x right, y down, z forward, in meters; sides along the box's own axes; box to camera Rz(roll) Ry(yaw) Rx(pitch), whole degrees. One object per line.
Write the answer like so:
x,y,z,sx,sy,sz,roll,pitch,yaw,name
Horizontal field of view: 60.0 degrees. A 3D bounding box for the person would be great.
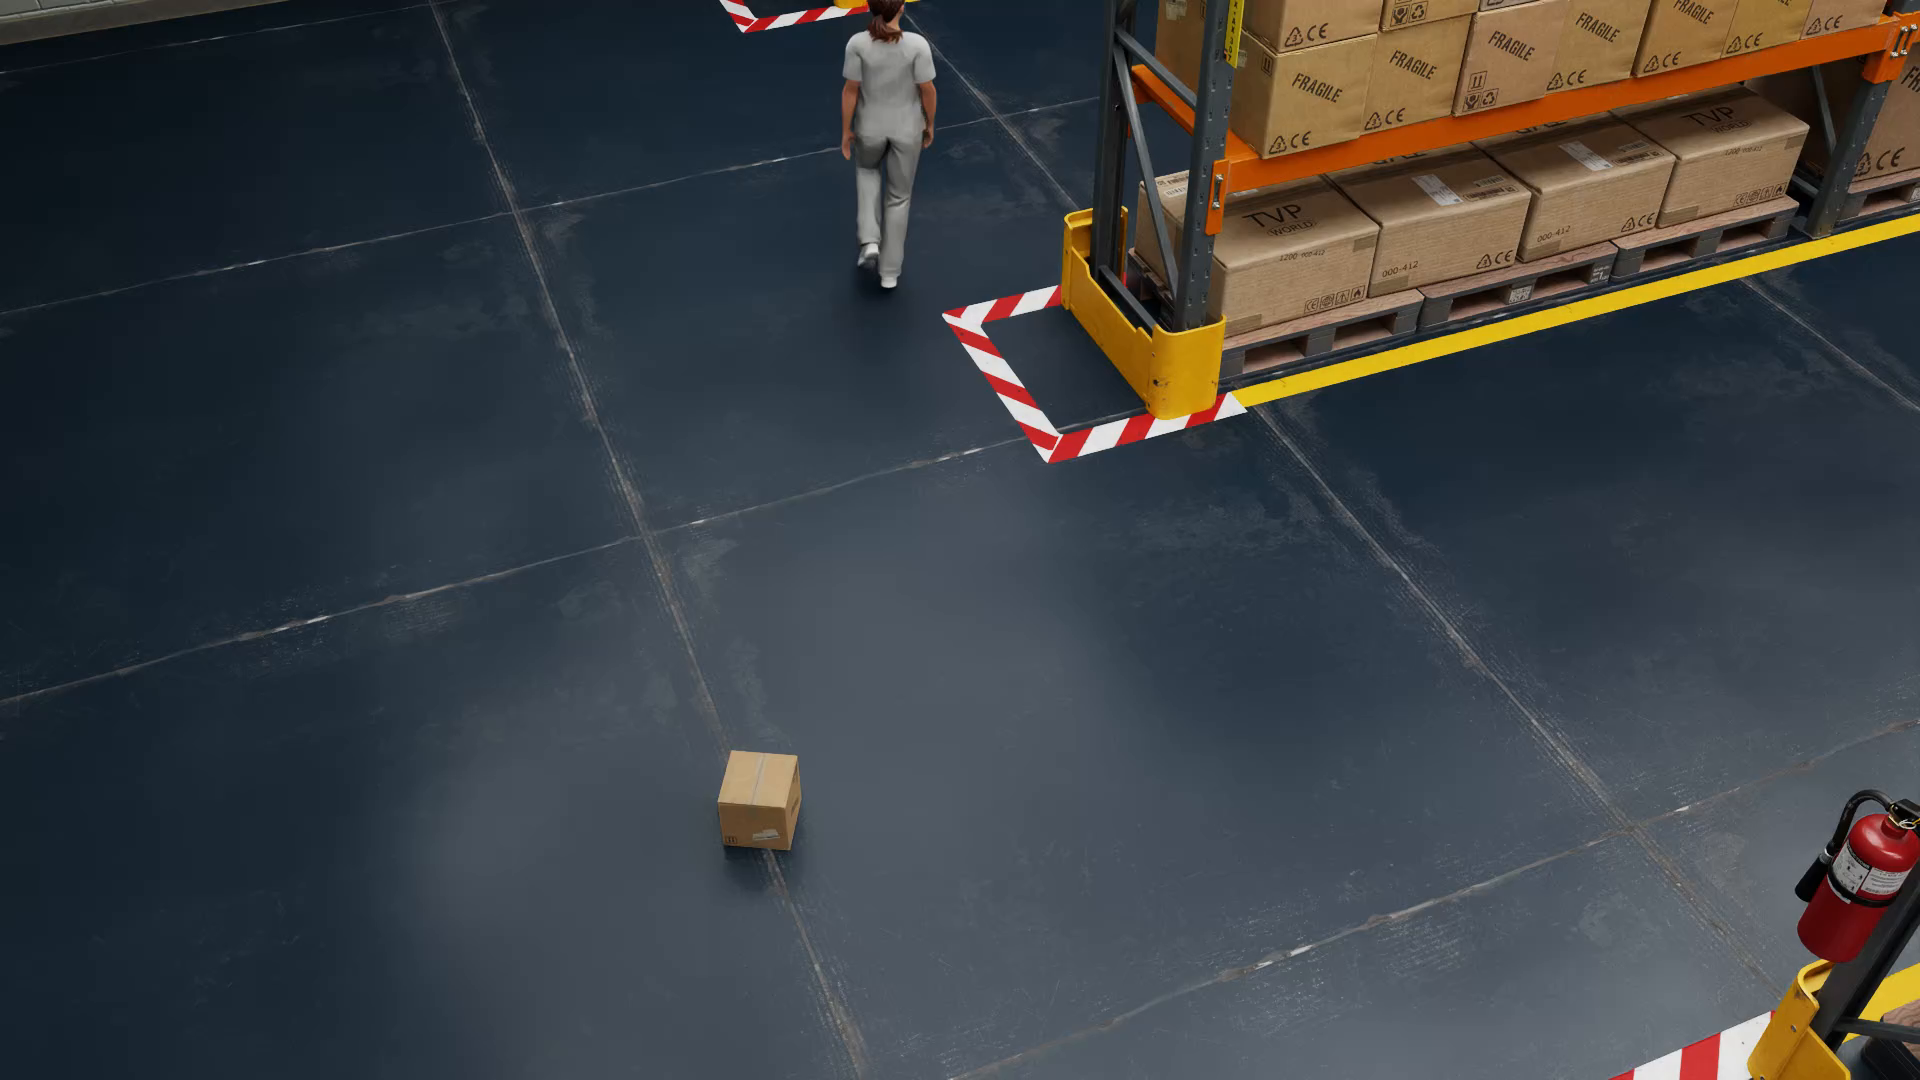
-0.353,-2.085,8.461,0.484,1.679,0.470,3,42,4,person
